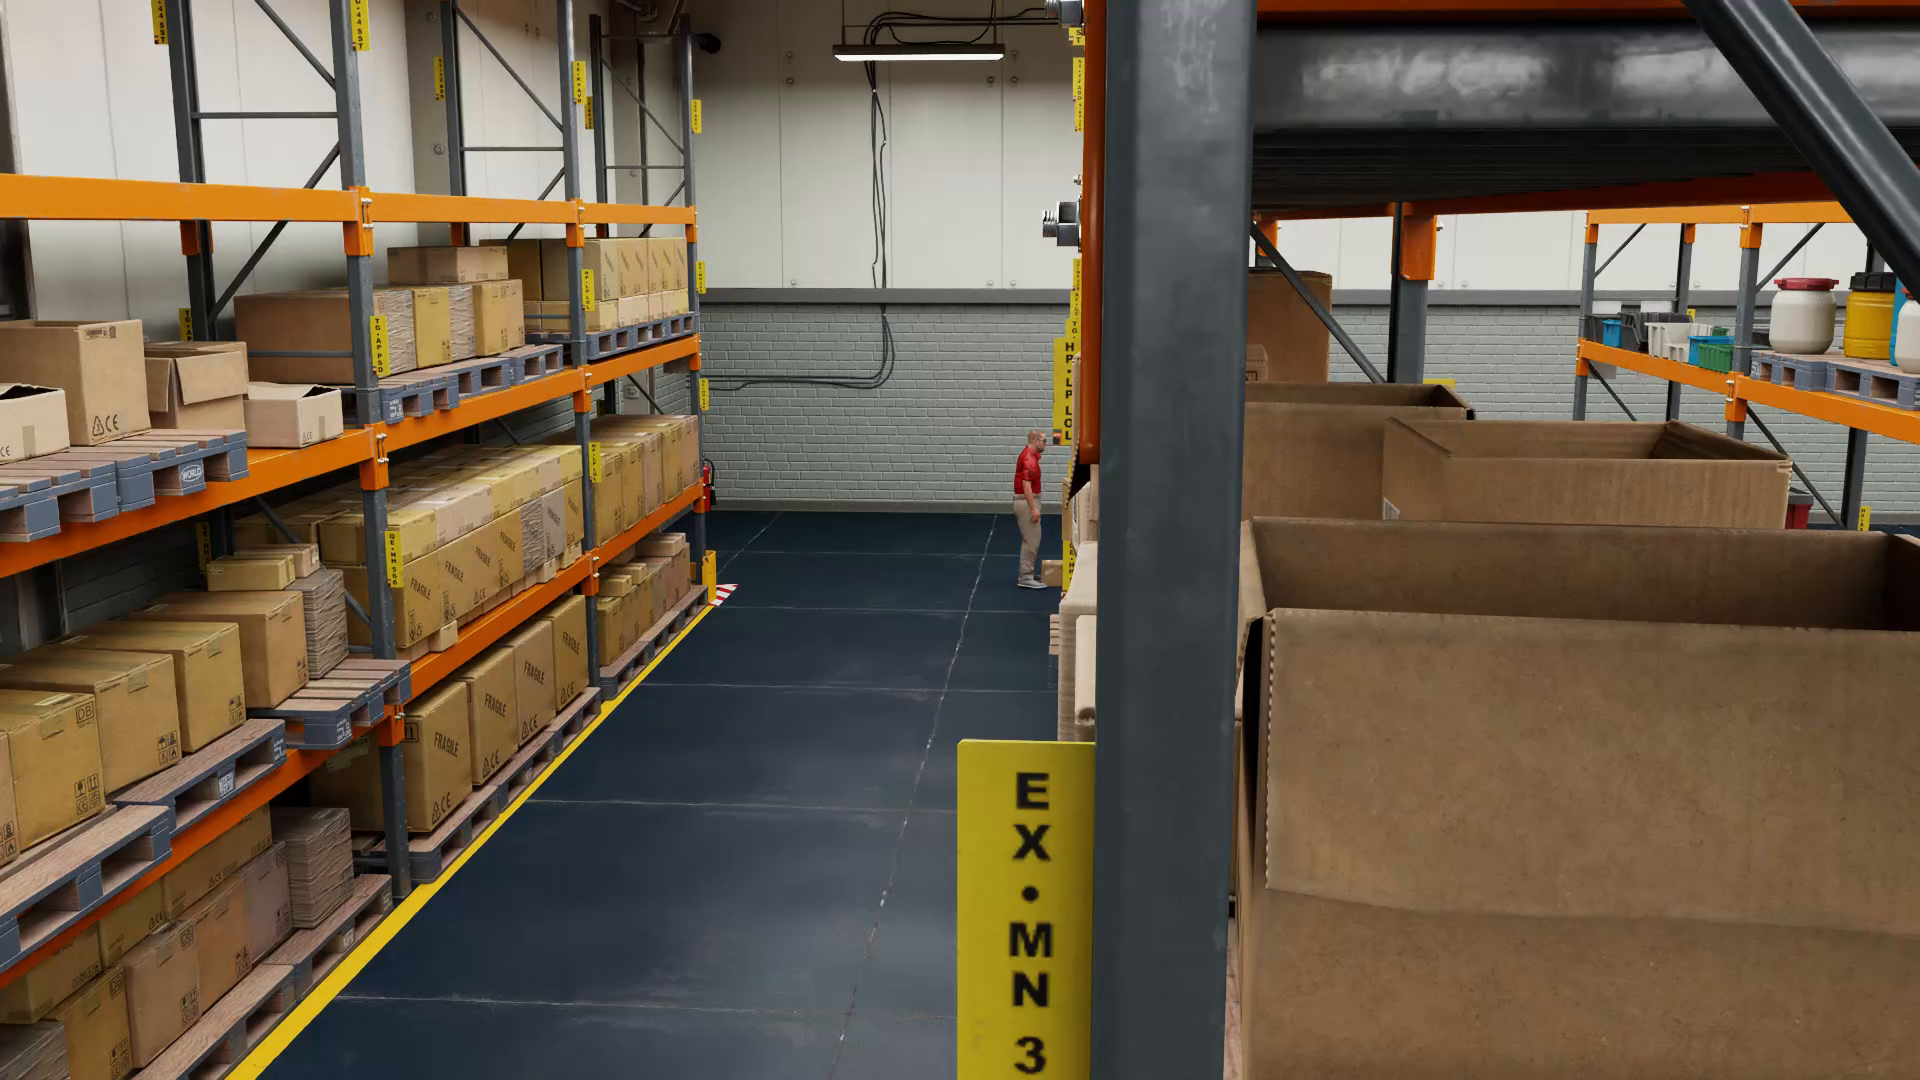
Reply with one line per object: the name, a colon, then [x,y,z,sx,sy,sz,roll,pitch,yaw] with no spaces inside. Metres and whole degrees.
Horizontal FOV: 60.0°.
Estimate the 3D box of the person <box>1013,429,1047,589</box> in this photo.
person: [0.782,-0.361,18.379,0.388,1.727,0.598,0,11,2]
